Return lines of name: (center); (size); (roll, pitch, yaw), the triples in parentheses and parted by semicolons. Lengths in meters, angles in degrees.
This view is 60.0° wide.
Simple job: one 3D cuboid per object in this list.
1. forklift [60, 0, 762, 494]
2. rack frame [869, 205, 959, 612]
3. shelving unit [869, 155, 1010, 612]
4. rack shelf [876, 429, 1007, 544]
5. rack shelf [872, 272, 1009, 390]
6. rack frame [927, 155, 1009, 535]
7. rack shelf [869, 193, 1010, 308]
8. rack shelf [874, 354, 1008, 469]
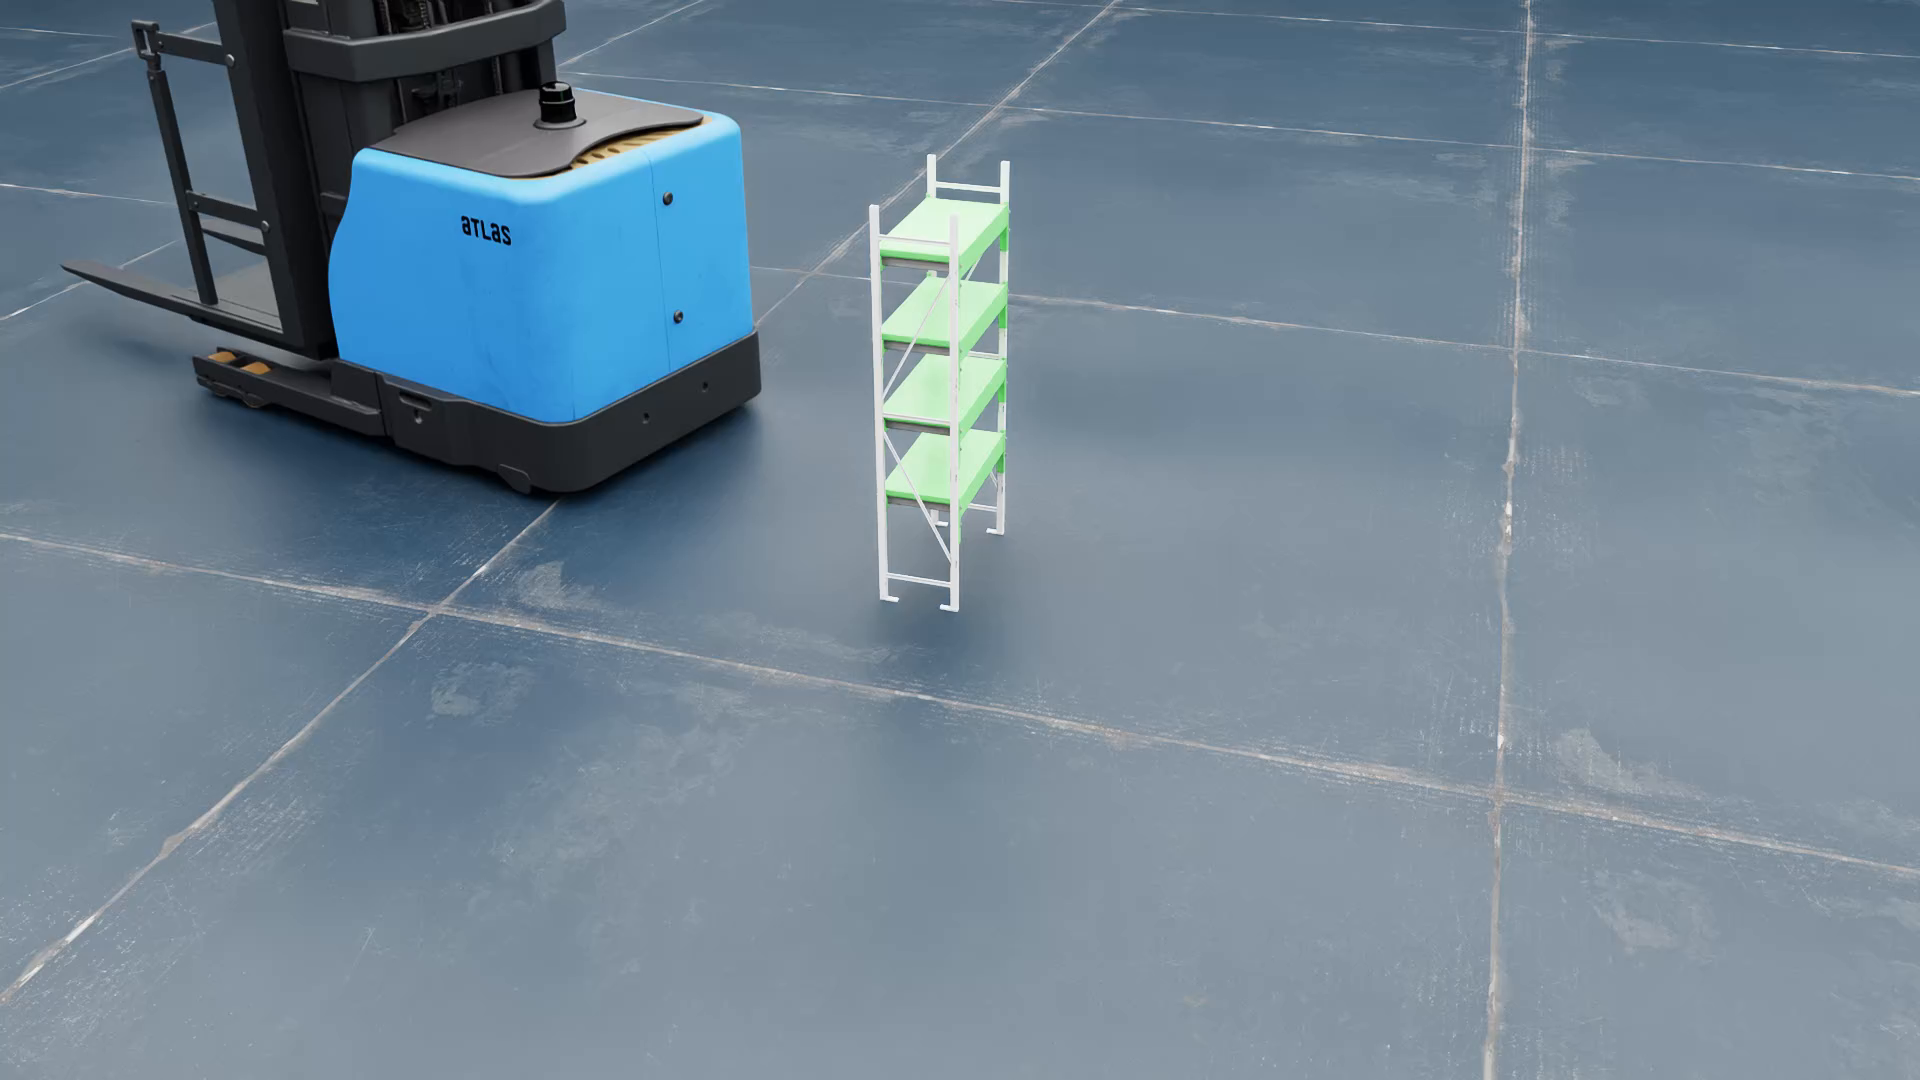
forklift: (-2.245, -1.963, 5.763); (3.031, 2.935, 1.130); (17, 33, 28)
rack frame: (-0.120, -0.334, 4.616); (0.240, 1.200, 0.015); (8, 30, 15)
shelving unit: (-0.049, -0.447, 4.820); (0.258, 1.200, 0.503); (8, 30, 15)
rack shelf: (-0.049, -0.182, 4.968); (0.258, 0.148, 0.480); (8, 30, 15)
rack shelf: (-0.049, -0.601, 4.734); (0.258, 0.148, 0.480); (8, 30, 15)
rack frame: (0.023, -0.561, 5.024); (0.240, 1.200, 0.015); (8, 30, 15)
rack shelf: (-0.049, -0.811, 4.618); (0.258, 0.148, 0.480); (8, 30, 15)
rack shelf: (-0.049, -0.392, 4.851); (0.258, 0.148, 0.480); (8, 30, 15)
